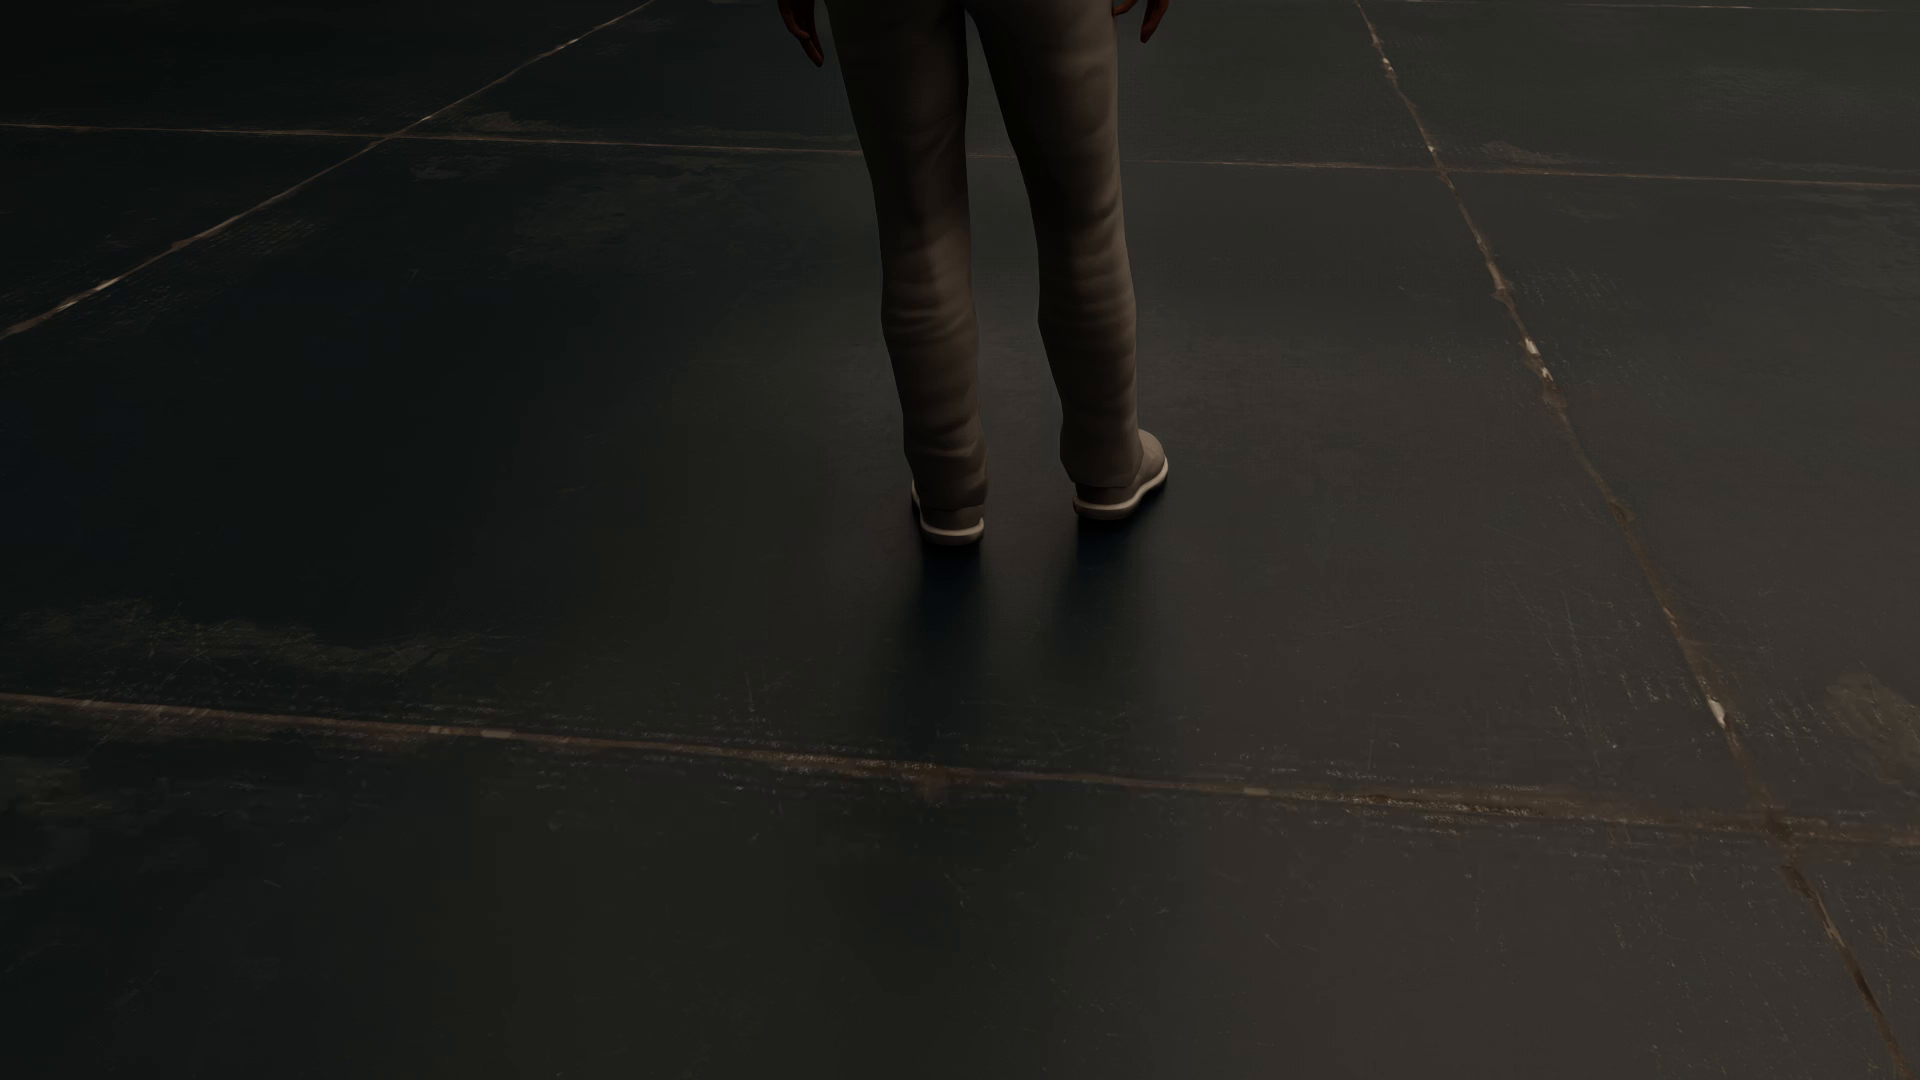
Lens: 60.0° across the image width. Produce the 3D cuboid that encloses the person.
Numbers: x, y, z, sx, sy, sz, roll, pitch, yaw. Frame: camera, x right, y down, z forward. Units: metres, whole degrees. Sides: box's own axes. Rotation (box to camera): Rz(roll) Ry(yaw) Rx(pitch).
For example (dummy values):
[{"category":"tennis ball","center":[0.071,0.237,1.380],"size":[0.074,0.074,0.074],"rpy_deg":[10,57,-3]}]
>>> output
[{"category":"person","center":[0.029,-0.797,2.182],"size":[0.570,1.695,0.530],"rpy_deg":[3,27,7]}]
